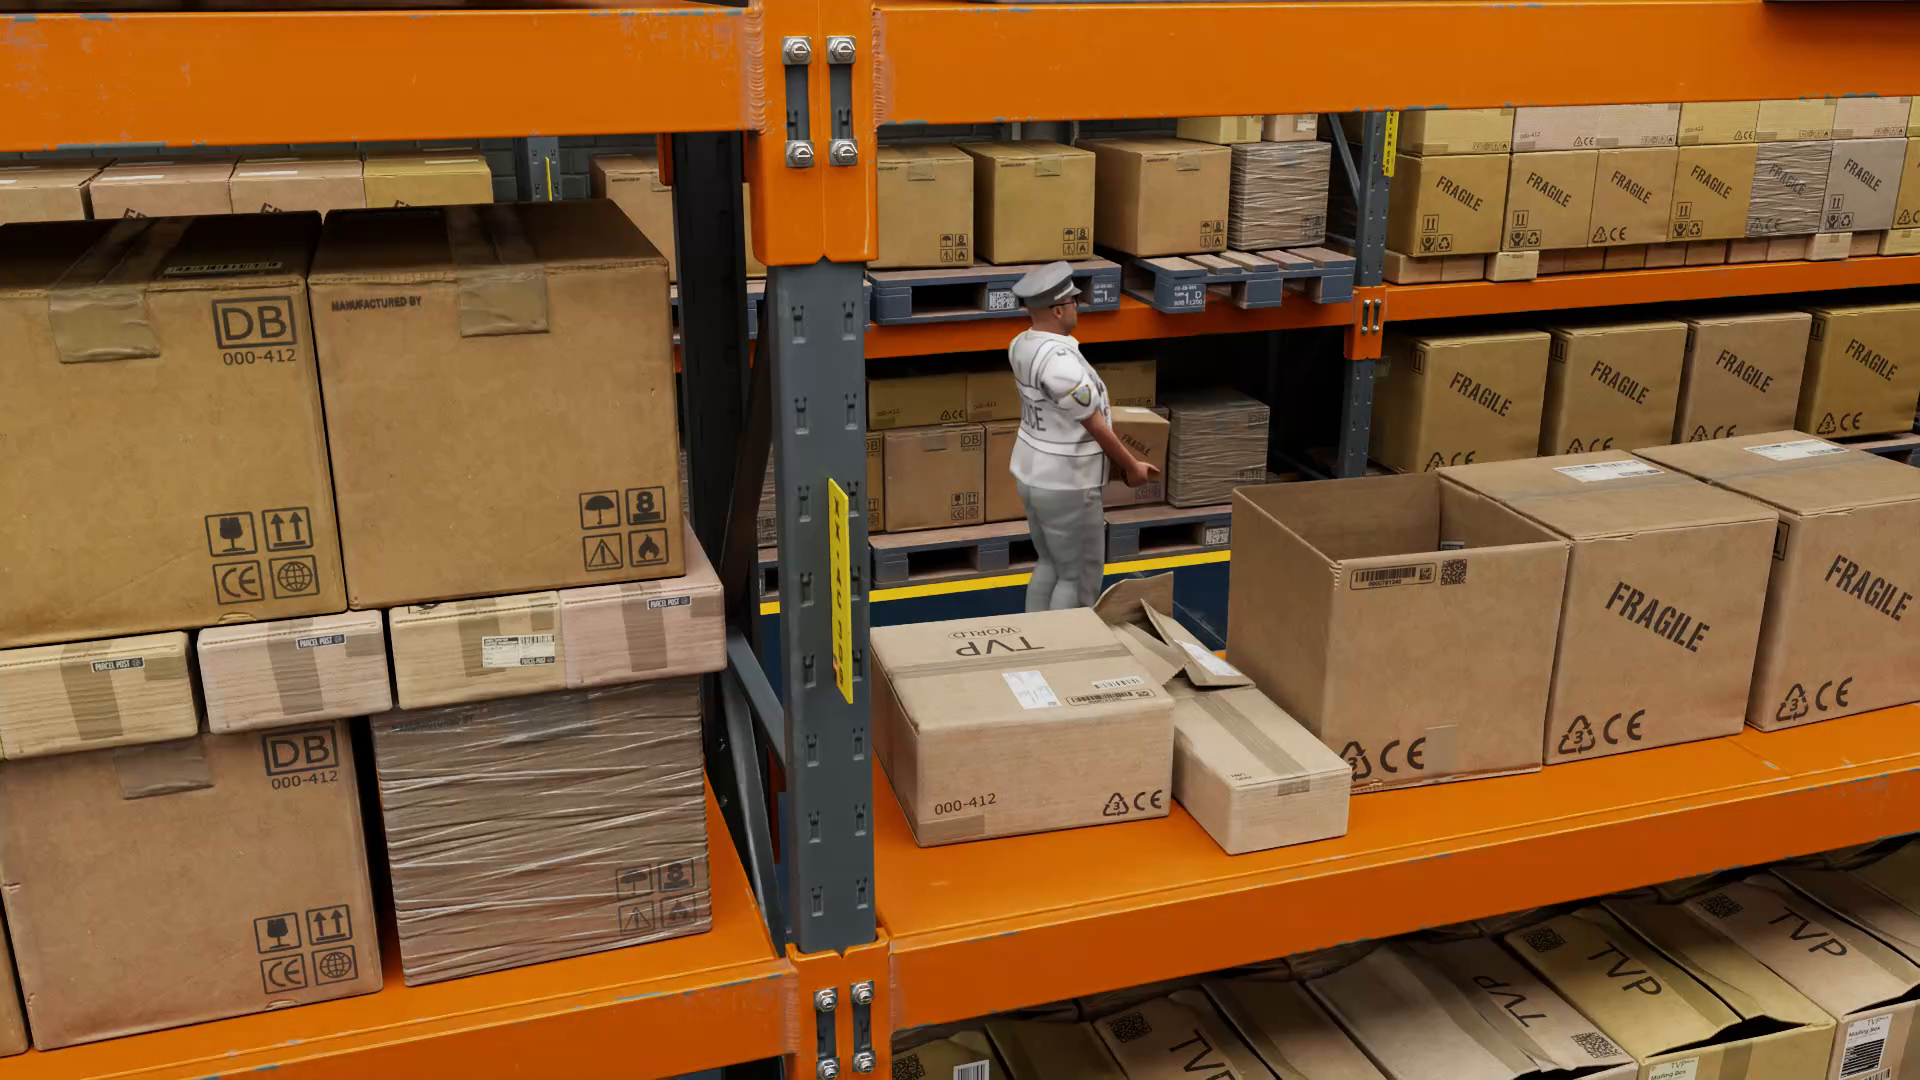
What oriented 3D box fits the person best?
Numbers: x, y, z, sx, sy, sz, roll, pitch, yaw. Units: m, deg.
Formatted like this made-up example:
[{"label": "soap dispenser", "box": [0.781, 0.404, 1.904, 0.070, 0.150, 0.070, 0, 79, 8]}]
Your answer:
[{"label": "person", "box": [0.489, -0.256, 6.770, 0.569, 1.766, 0.494, -6, 20, -16]}]
